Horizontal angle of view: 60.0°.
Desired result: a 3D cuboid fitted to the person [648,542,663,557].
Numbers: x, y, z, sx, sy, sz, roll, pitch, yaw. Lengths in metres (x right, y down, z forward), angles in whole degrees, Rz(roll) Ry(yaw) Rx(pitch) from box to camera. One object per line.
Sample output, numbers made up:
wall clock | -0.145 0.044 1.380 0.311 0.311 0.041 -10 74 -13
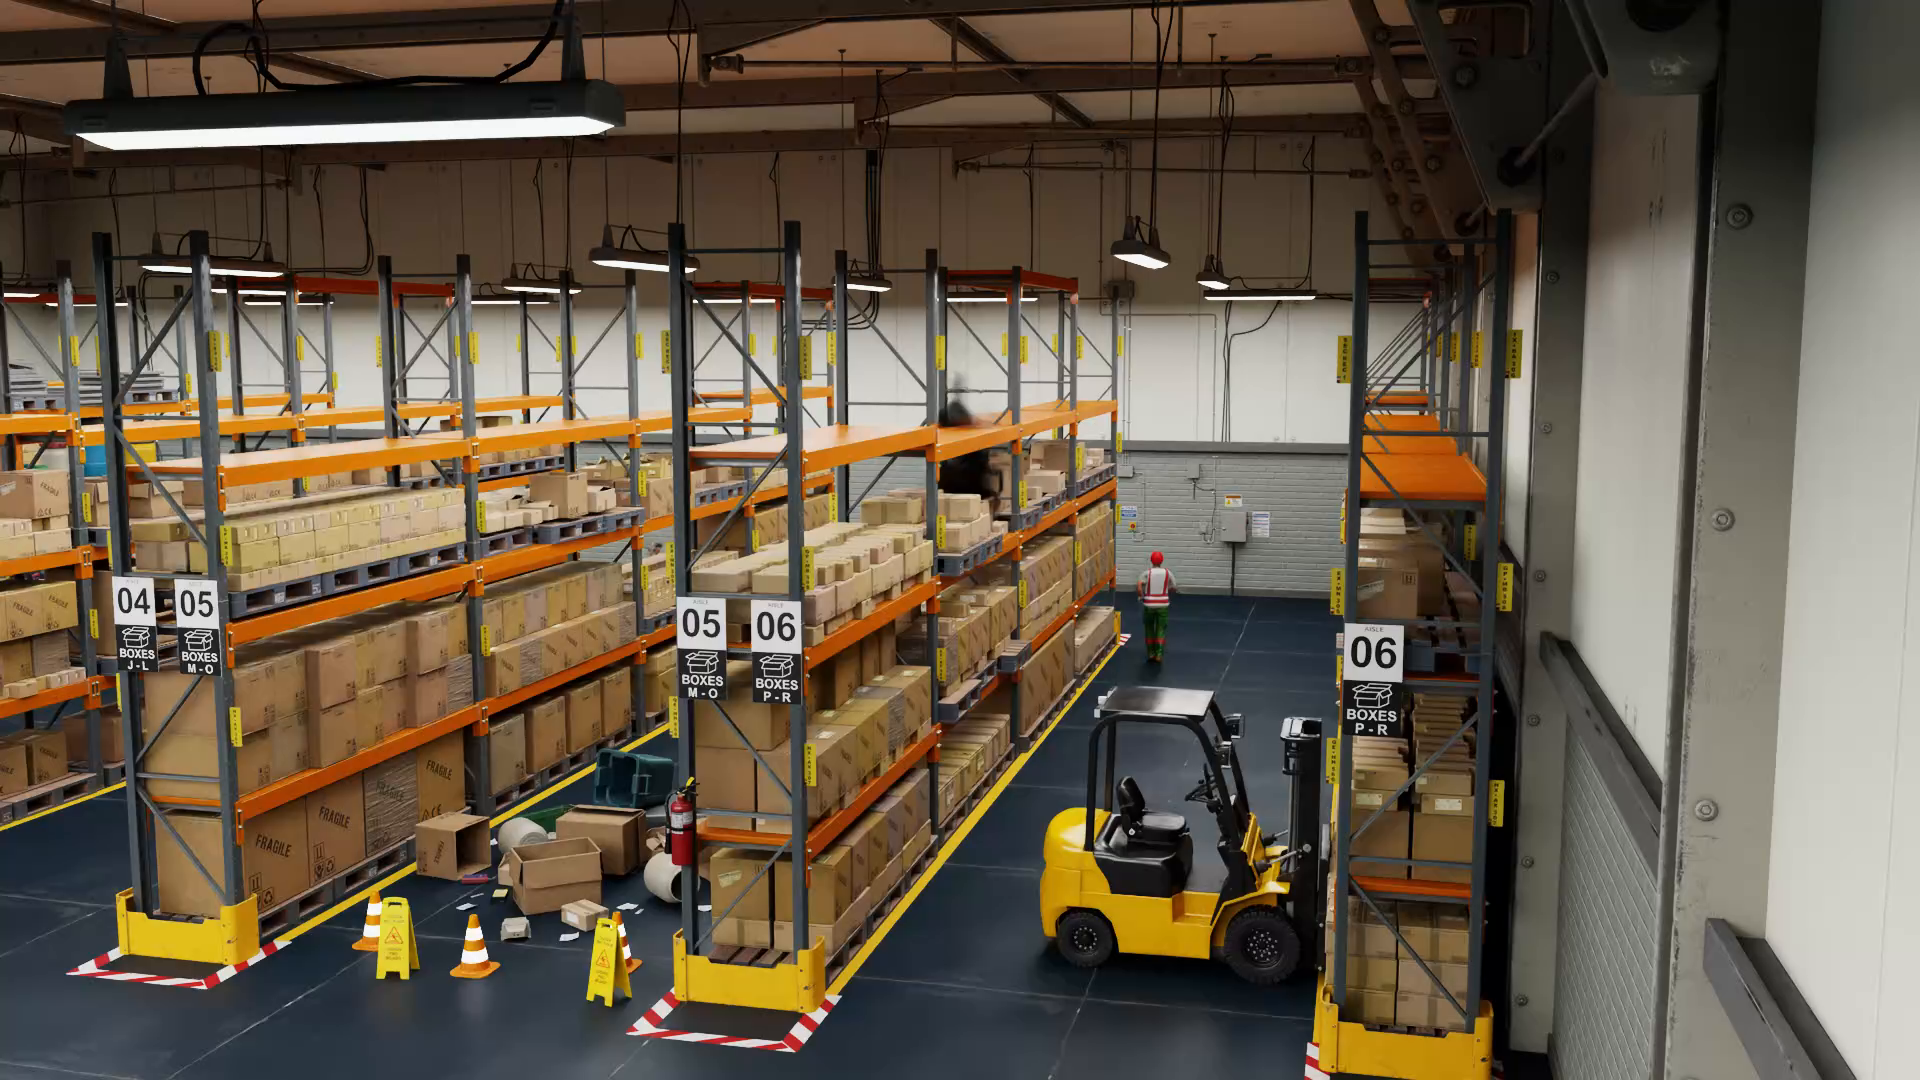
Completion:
person | -5.024 0.912 27.579 0.643 1.814 0.922 2 7 17

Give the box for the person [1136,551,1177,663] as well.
person | 3.081 1.081 26.128 0.639 1.833 0.782 1 7 7
